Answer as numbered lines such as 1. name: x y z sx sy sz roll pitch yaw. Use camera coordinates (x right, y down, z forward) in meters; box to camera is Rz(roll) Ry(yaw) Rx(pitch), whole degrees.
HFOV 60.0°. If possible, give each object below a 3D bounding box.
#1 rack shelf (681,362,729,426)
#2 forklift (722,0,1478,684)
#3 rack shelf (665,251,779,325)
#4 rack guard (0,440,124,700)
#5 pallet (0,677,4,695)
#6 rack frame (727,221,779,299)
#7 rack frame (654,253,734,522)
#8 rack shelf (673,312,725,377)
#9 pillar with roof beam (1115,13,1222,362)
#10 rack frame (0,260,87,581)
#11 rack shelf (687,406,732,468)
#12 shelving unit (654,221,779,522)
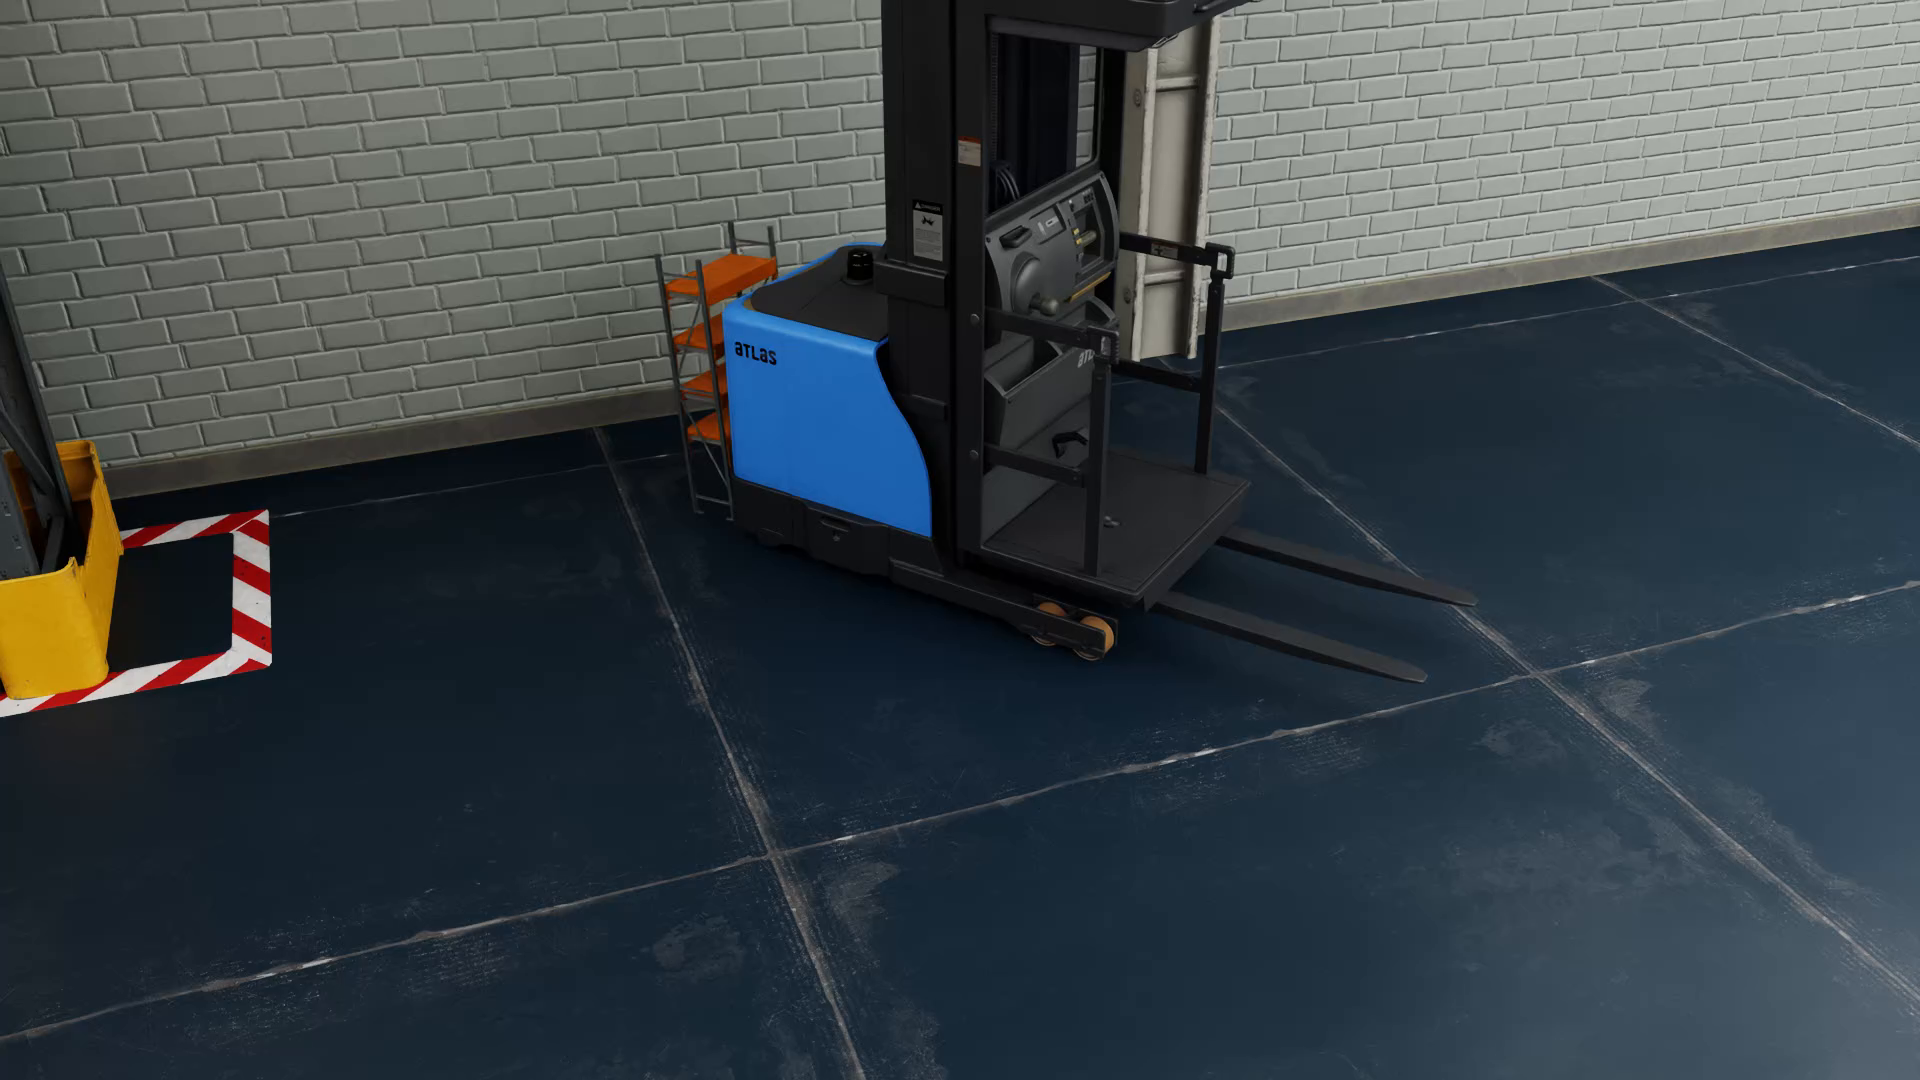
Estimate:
1. rack shelf: -0.997 -0.680 7.348 0.258 0.148 0.480 13 32 29
2. forklift: 0.536 -1.109 6.235 3.031 2.935 1.130 17 34 27
3. rack shelf: -1.026 -1.087 7.137 0.258 0.148 0.480 13 32 29
4. rack guard: -3.595 0.089 6.588 0.348 0.500 1.175 -10 31 -18
5. pallet: -4.320 0.370 6.387 1.213 0.211 1.003 -10 31 -18
6. rack frame: -0.874 -0.842 7.498 0.240 1.200 0.015 13 32 29
7. rack frame: -1.128 -0.636 7.136 0.240 1.200 0.015 13 32 29
8. rack shelf: -1.011 -0.878 7.245 0.258 0.148 0.480 13 32 29
9. pillar with roof beam: 2.540 -2.936 3.312 0.400 9.000 9.100 -10 31 -18
10. rack frame: -3.617 -0.993 5.962 0.127 3.000 1.000 -10 31 -18
11. rack shelf: -0.984 -0.504 7.439 0.258 0.148 0.480 13 32 29
12. shelving unit: -1.001 -0.739 7.317 0.258 1.200 0.503 13 32 29
